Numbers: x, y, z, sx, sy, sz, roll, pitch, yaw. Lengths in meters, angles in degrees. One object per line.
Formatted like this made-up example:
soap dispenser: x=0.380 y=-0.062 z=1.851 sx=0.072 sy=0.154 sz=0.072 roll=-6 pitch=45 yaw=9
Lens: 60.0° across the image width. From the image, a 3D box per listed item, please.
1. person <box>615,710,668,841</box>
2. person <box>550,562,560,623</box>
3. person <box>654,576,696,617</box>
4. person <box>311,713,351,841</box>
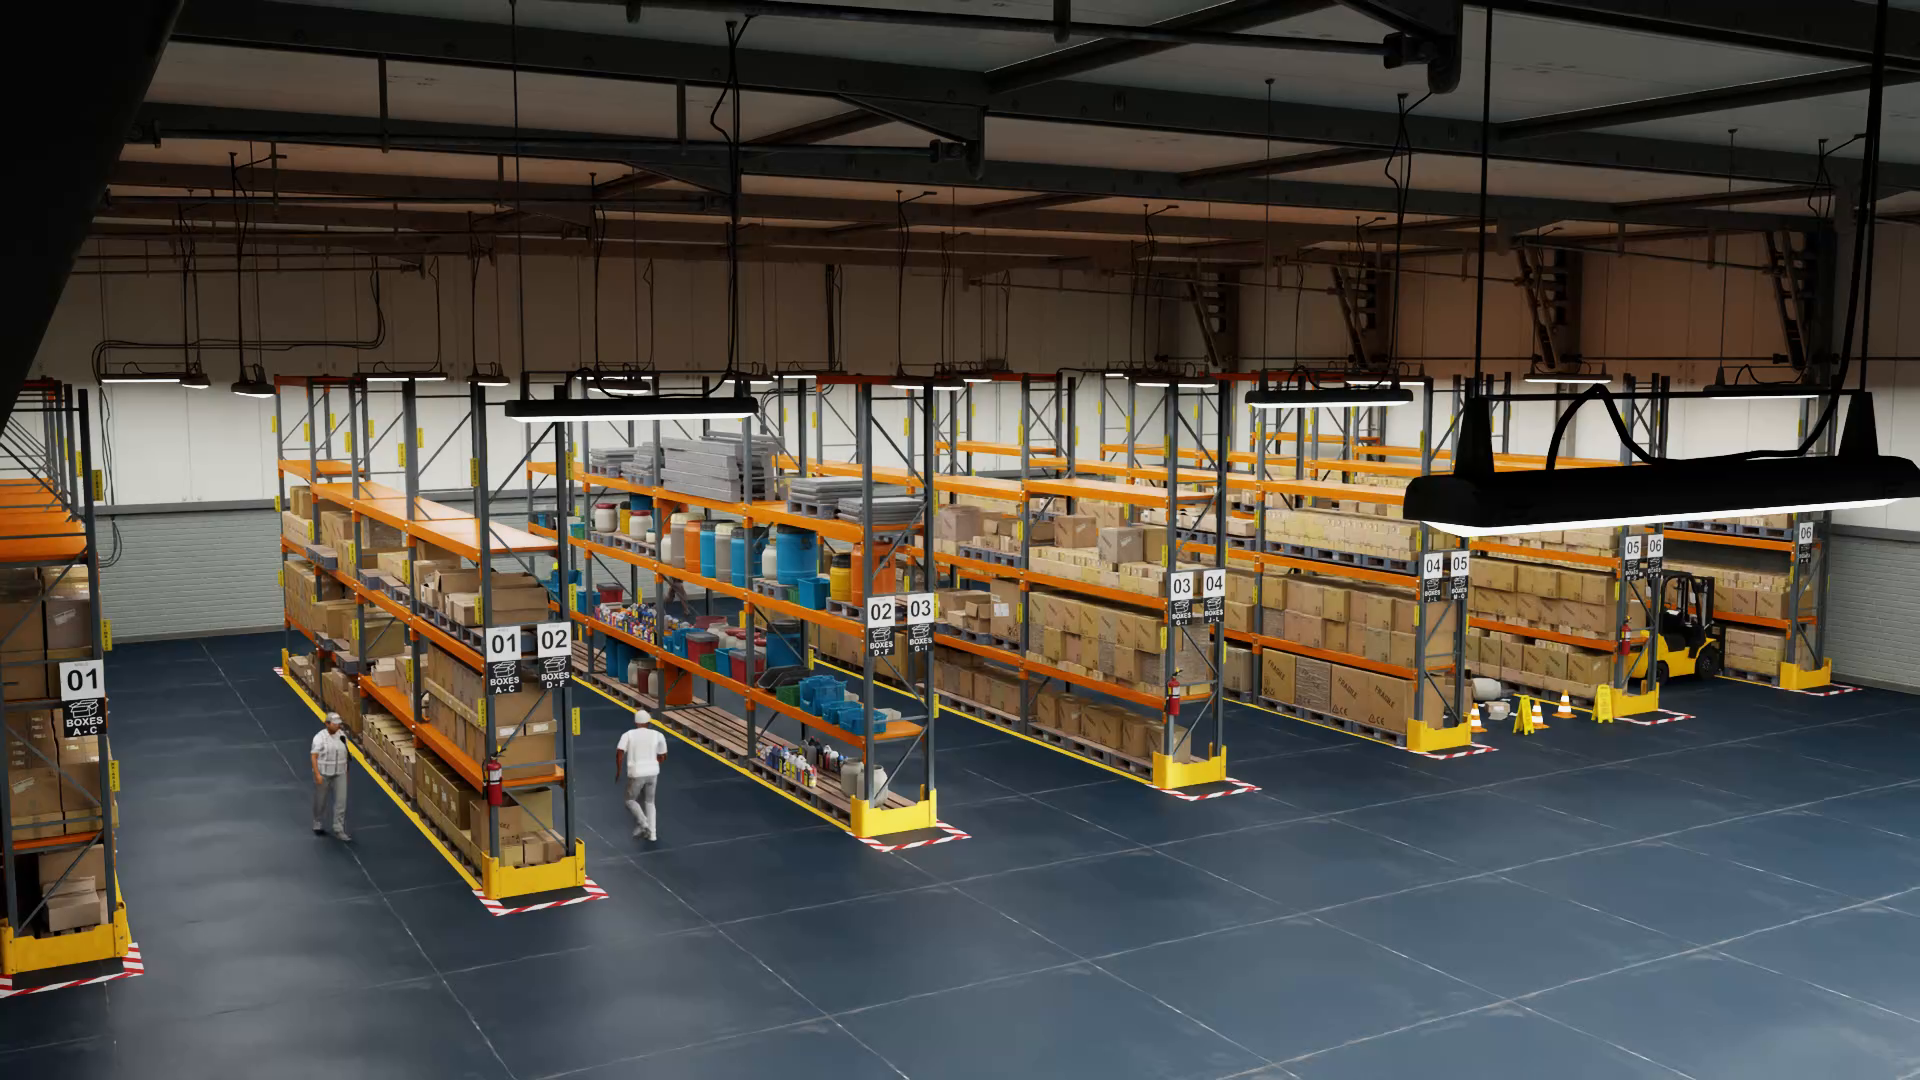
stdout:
person: x=-4.213 y=3.105 z=22.052 sx=0.704 sy=1.657 sz=0.743 roll=-3 pitch=7 yaw=-28
person: x=-8.984 y=1.368 z=37.283 sx=0.449 sy=1.755 sz=0.572 roll=-2 pitch=7 yaw=-17
person: x=-6.992 y=1.050 z=40.694 sx=1.052 sy=1.674 sz=0.521 roll=-1 pitch=6 yaw=-8
person: x=-8.344 y=3.115 z=22.110 sx=0.808 sy=1.645 sz=0.564 roll=6 pitch=9 yaw=43
